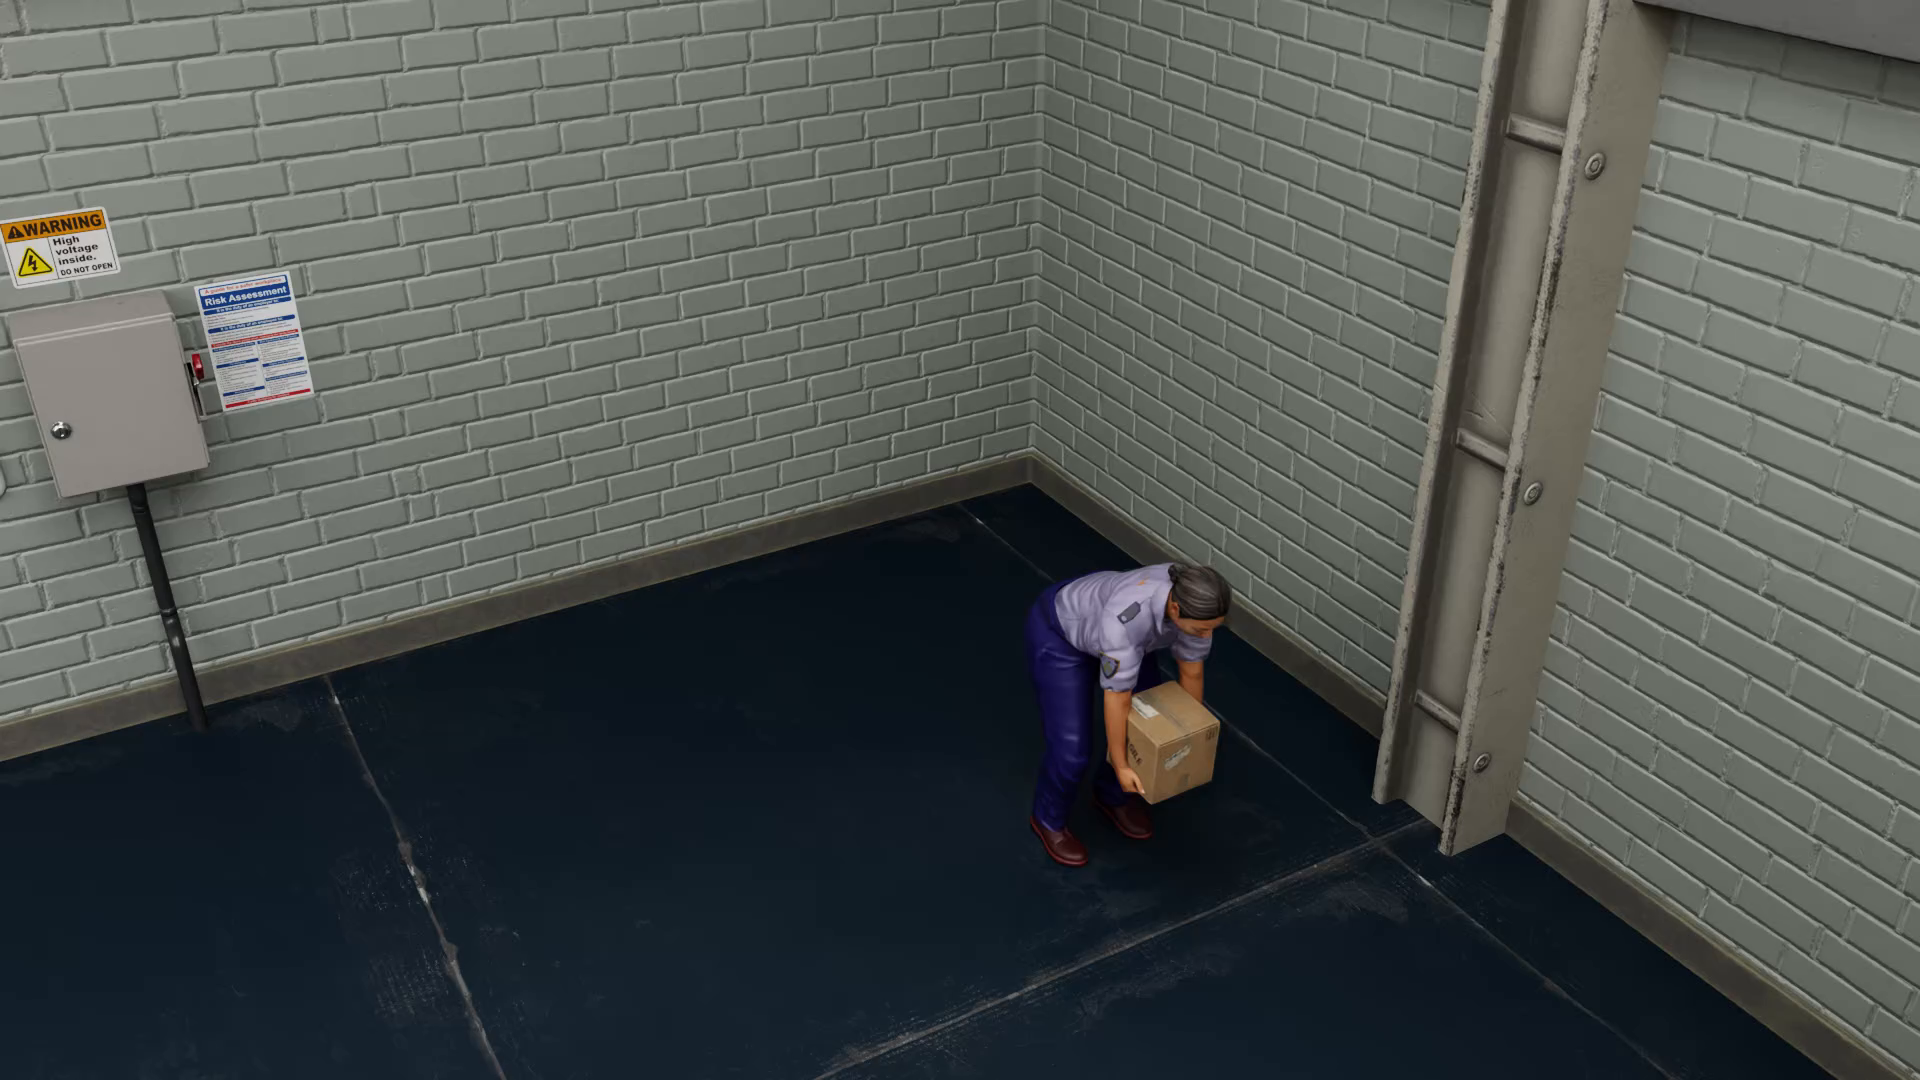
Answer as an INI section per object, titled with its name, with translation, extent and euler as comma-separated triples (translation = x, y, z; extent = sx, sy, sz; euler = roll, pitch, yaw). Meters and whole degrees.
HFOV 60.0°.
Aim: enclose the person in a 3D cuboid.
[person]
translation = 0.554, 0.540, 5.521
extent = 0.467, 1.316, 0.814
euler = -17, 33, -28
